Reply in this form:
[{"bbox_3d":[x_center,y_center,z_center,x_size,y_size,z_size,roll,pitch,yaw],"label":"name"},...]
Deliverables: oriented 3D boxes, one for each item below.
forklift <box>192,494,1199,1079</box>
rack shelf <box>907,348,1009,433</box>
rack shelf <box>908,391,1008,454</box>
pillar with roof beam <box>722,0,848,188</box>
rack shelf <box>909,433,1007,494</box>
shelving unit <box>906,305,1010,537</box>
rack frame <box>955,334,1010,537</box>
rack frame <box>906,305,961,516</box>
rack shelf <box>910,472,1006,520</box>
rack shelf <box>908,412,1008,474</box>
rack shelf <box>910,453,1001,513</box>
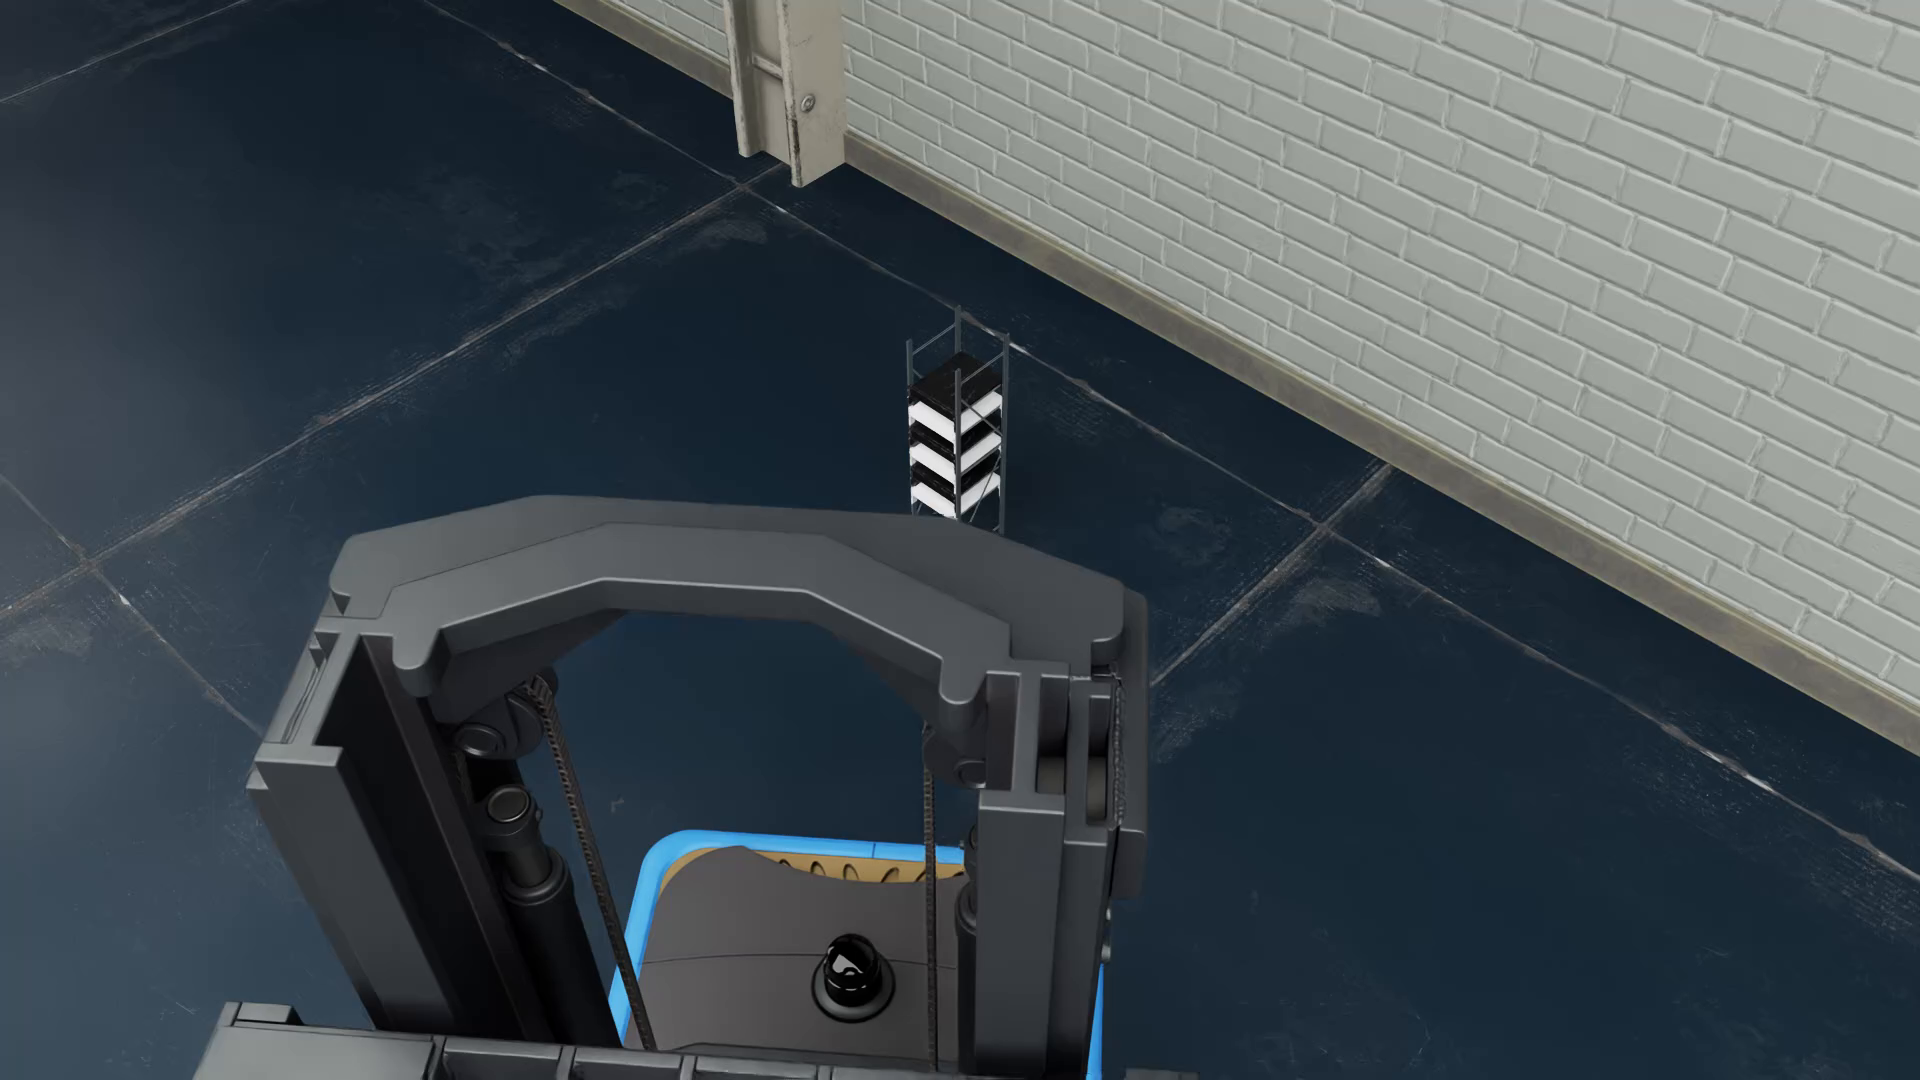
[{"bbox_3d":[-0.305,1.469,2.360,1.130,2.935,3.031,3,47,3],"label":"forklift"},{"bbox_3d":[-0.006,-0.474,5.253,0.200,0.077,0.258,34,55,28],"label":"rack shelf"},{"bbox_3d":[-0.006,-0.412,5.319,0.200,0.077,0.258,34,55,28],"label":"rack shelf"},{"bbox_3d":[-3.652,-2.472,1.898,0.400,9.000,9.100,34,55,28],"label":"pillar with roof beam"},{"bbox_3d":[-0.006,-0.289,5.450,0.200,0.077,0.258,34,55,28],"label":"rack shelf"},{"bbox_3d":[-0.006,-0.312,5.426,0.210,0.900,0.258,34,55,28],"label":"shelving unit"},{"bbox_3d":[0.069,-0.262,5.379,0.006,0.900,0.240,34,55,28],"label":"rack frame"},{"bbox_3d":[-0.081,-0.362,5.473,0.006,0.900,0.240,34,55,28],"label":"rack frame"},{"bbox_3d":[-0.006,-0.166,5.581,0.200,0.077,0.258,34,55,28],"label":"rack shelf"},{"bbox_3d":[-0.006,-0.351,5.384,0.200,0.077,0.258,34,55,28],"label":"rack shelf"},{"bbox_3d":[-0.006,-0.228,5.516,0.200,0.077,0.258,34,55,28],"label":"rack shelf"}]
